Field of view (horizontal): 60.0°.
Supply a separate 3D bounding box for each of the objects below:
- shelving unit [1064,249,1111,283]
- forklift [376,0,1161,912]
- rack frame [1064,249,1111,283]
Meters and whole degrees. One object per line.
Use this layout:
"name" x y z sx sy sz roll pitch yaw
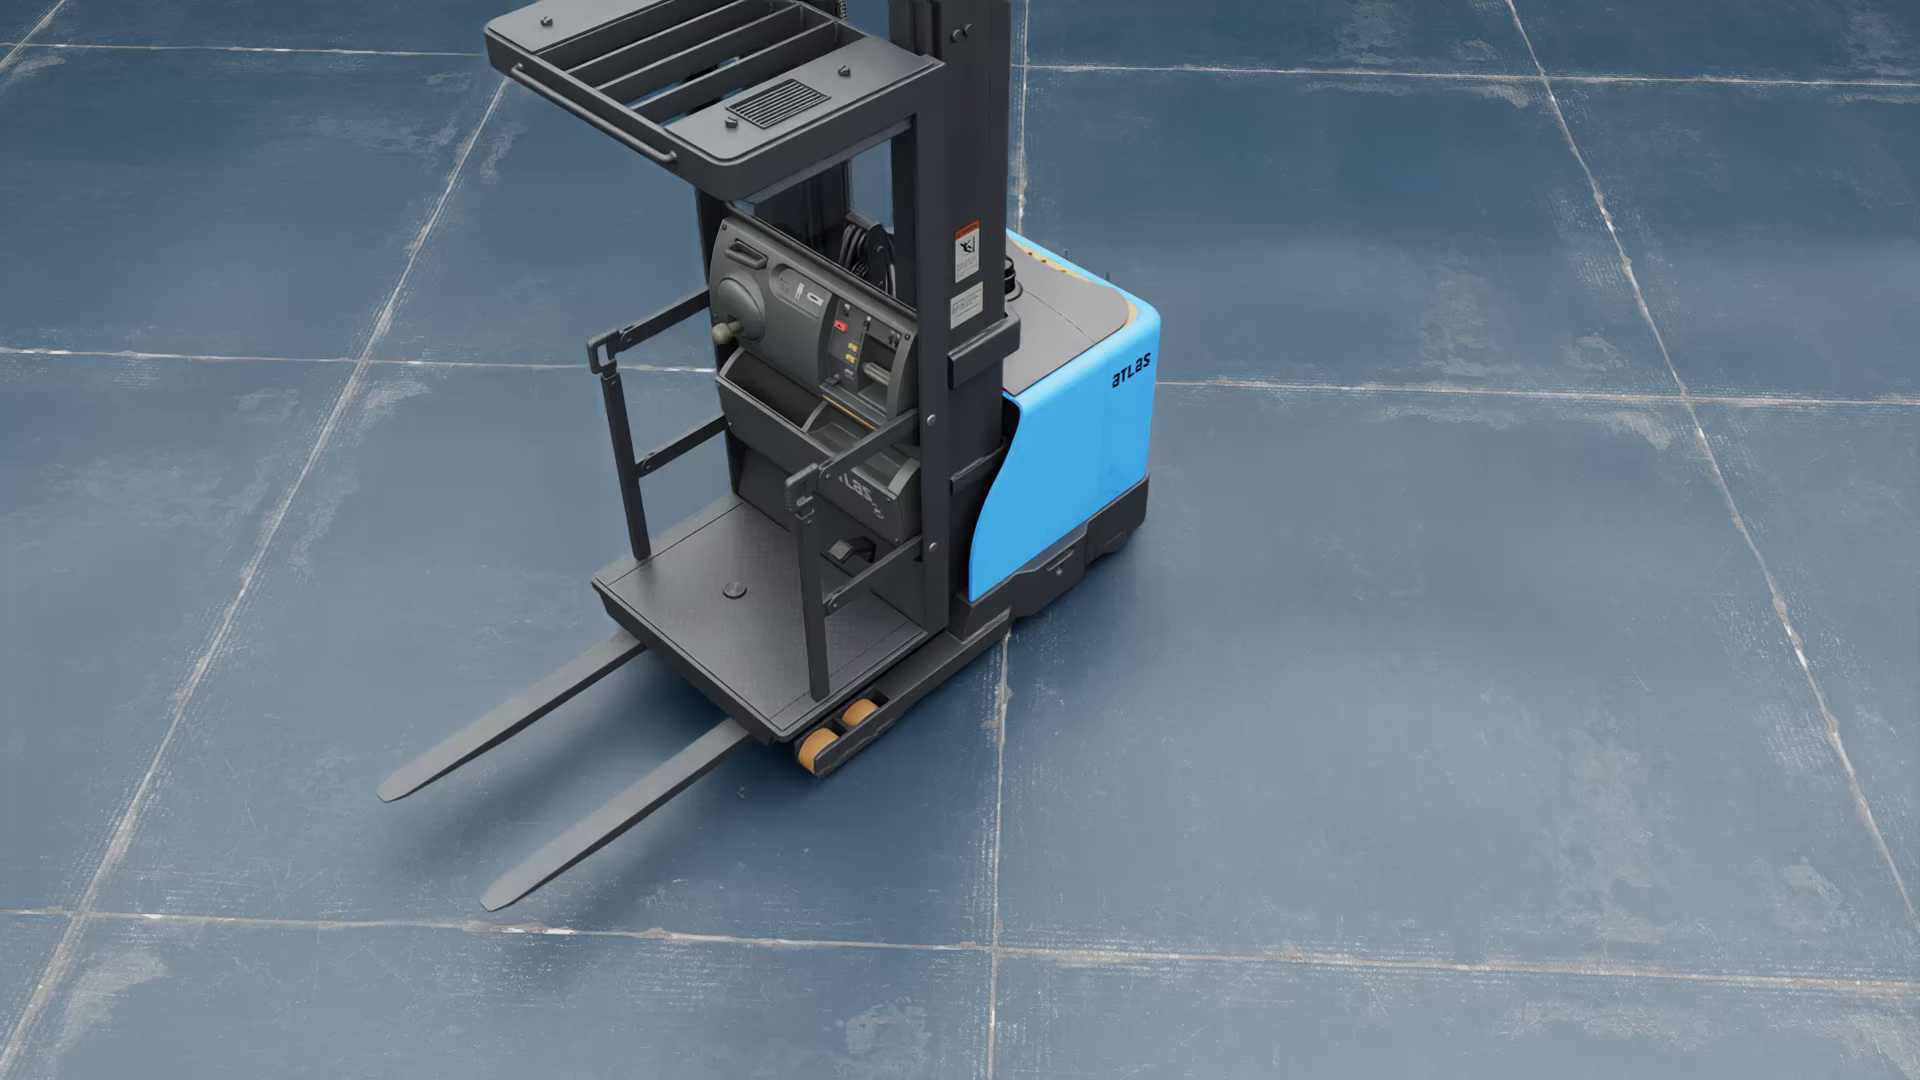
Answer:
"shelving unit" 0.436 -0.734 6.878 0.258 0.900 0.210 34 53 31
"forklift" -0.640 -0.644 5.291 1.130 2.935 3.031 34 53 31
"rack frame" 0.507 -0.783 6.931 0.240 0.900 0.006 34 53 31
